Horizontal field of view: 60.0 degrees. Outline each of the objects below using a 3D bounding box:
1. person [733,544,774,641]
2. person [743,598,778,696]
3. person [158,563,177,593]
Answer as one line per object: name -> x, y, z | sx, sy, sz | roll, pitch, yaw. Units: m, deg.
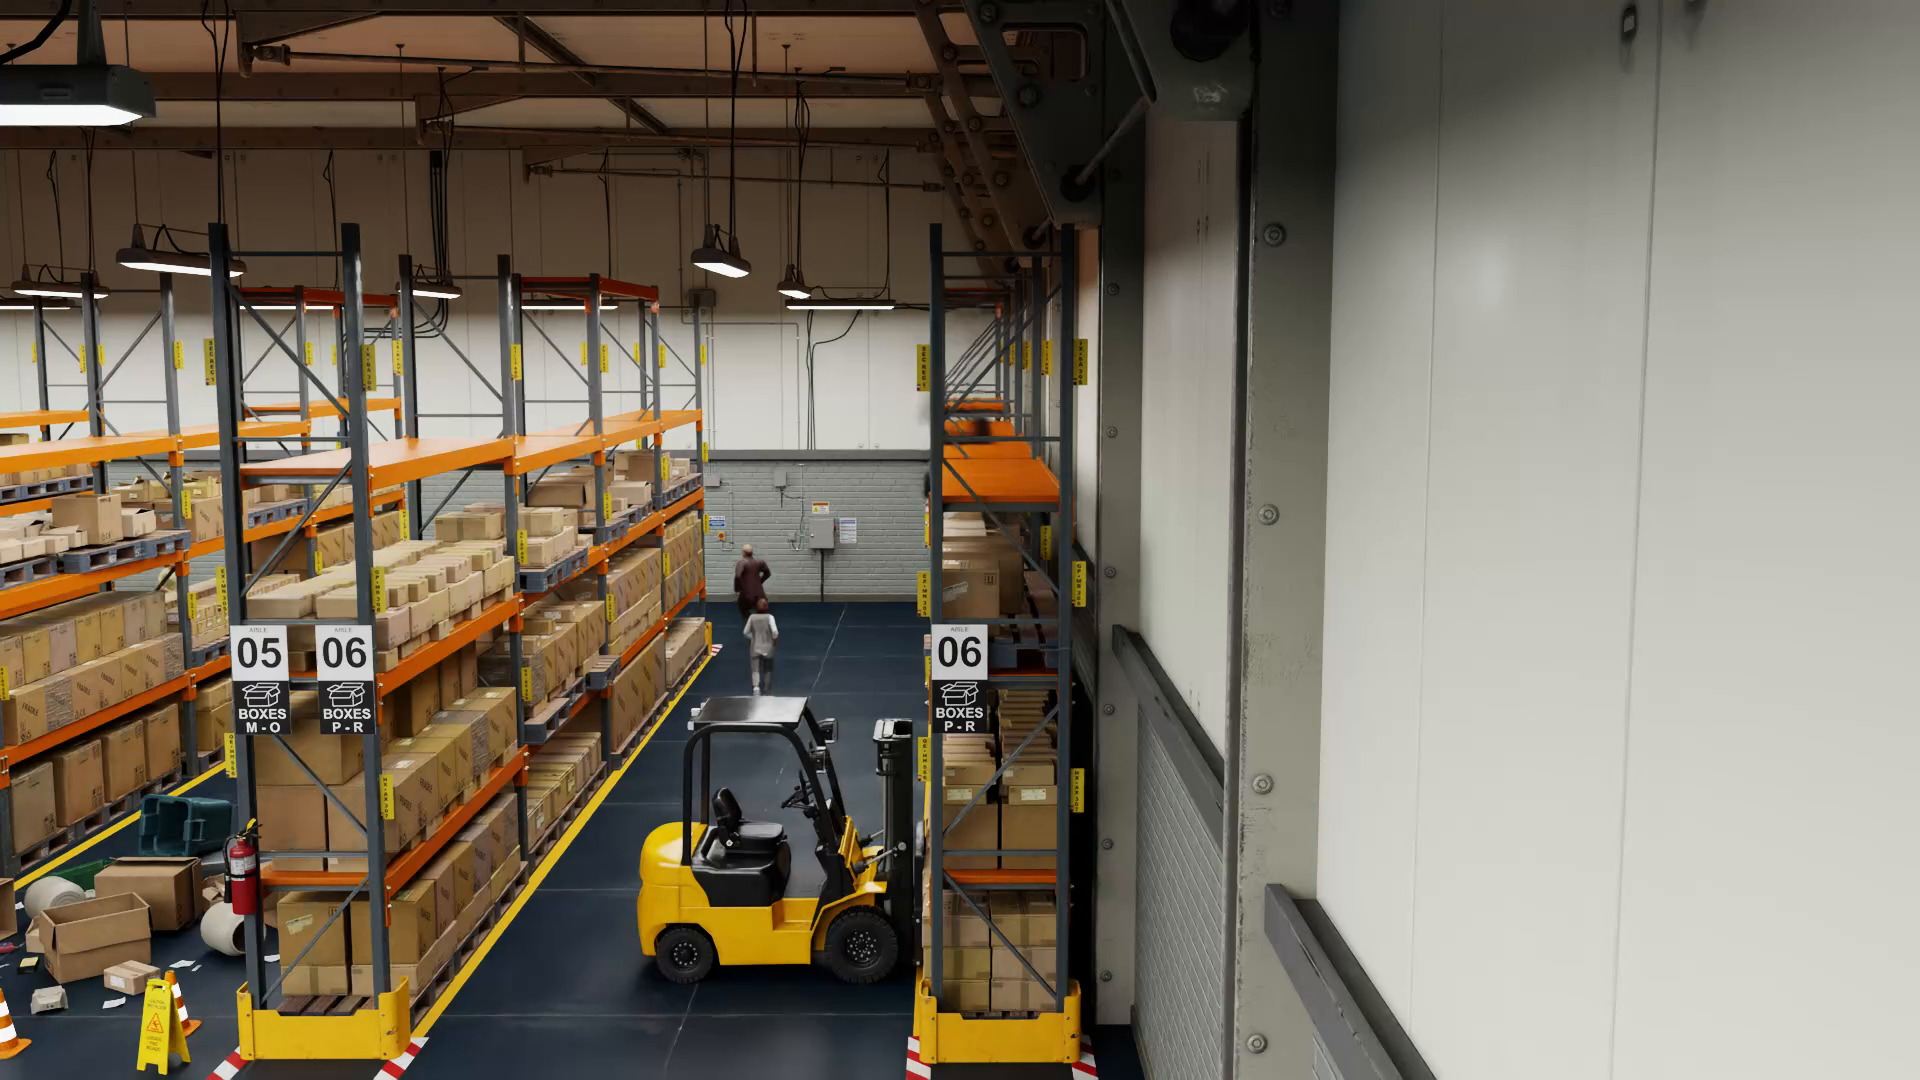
person -> -3.620, 0.960, 28.775 | 0.772, 1.783, 0.717 | -4, 8, -31
person -> -2.840, 1.626, 23.755 | 0.508, 1.590, 1.024 | 0, 7, -3
person -> -13.455, 1.047, 28.488 | 0.822, 1.668, 0.614 | 6, 9, 42
